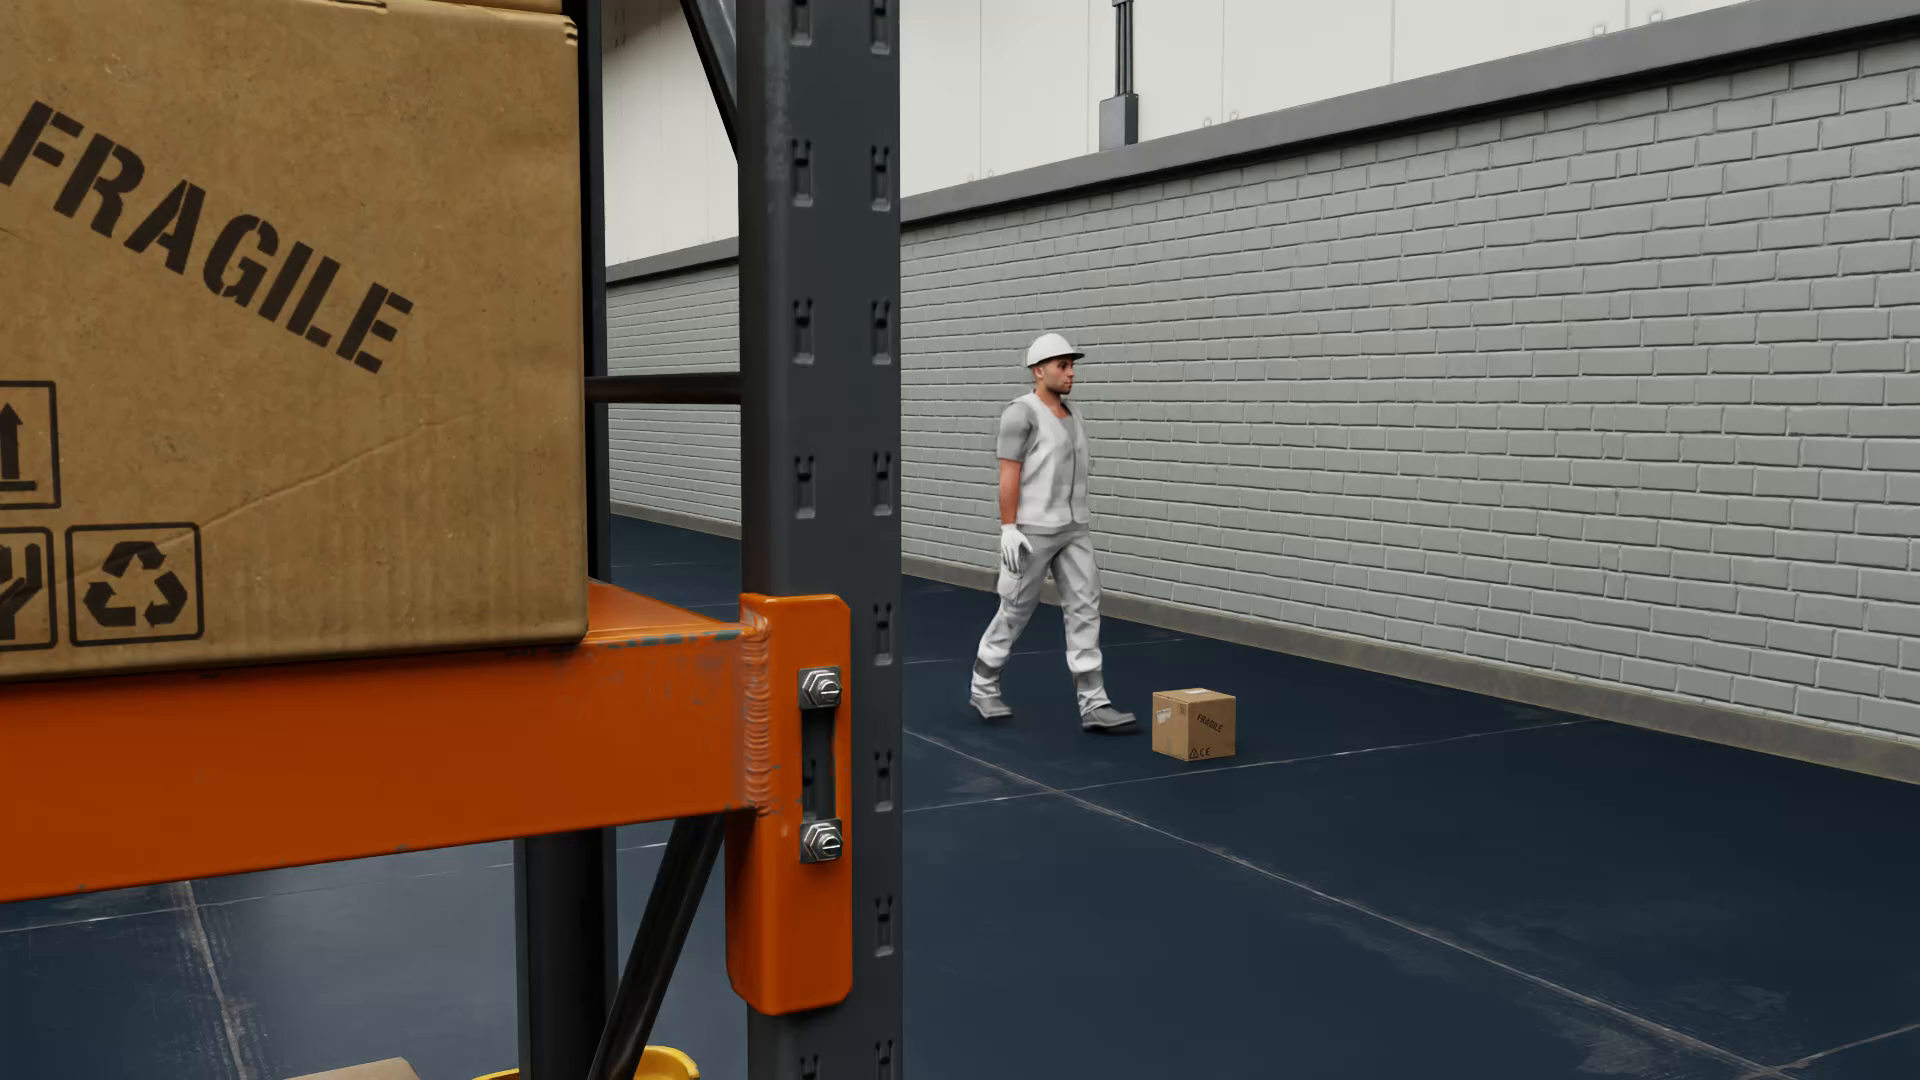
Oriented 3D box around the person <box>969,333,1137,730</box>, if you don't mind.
[{"bbox_3d":[0.421,-0.035,7.498,0.837,1.784,0.571,5,7,44],"label":"person"}]
